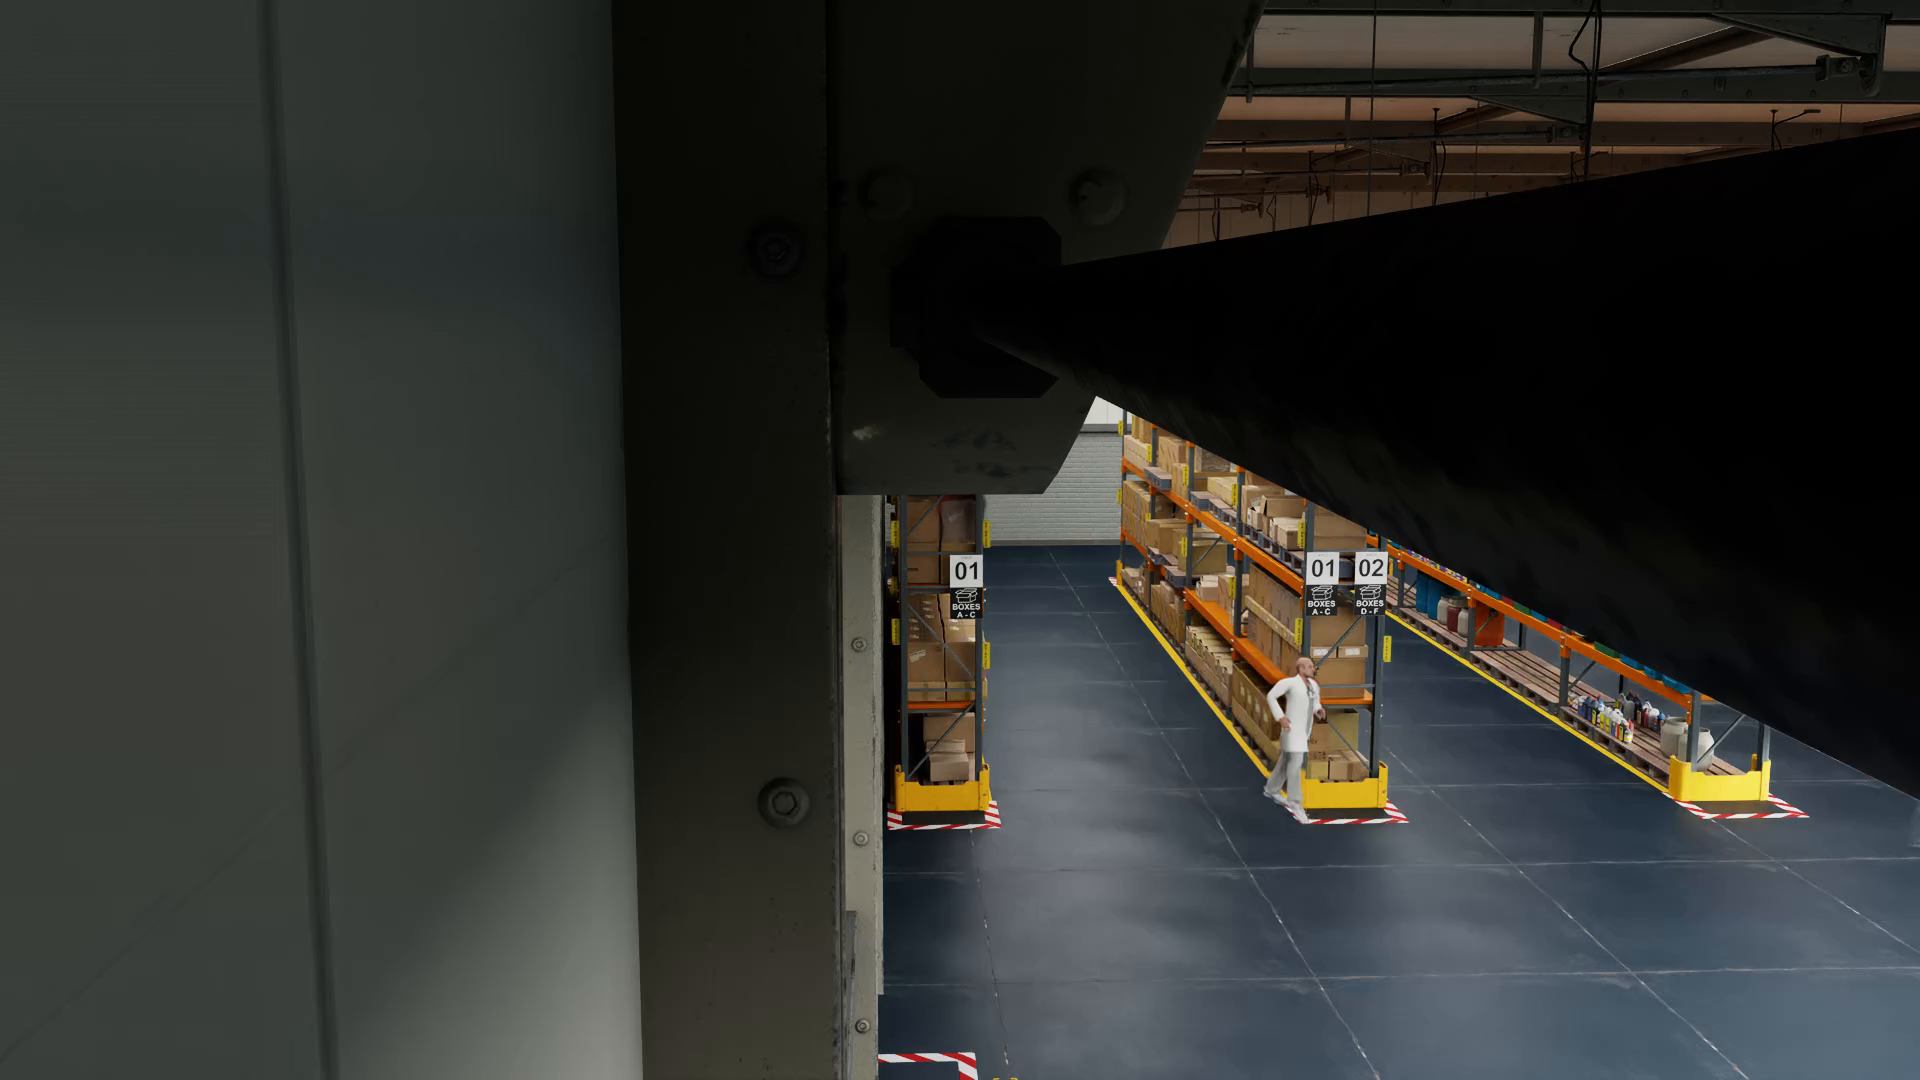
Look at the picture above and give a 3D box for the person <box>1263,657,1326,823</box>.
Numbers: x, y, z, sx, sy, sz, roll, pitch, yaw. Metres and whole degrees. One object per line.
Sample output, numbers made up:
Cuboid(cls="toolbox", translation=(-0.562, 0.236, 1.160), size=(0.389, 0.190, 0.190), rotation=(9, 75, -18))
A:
Cuboid(cls="person", translation=(4.011, 2.320, 19.732), size=(0.744, 1.879, 0.674), rotation=(7, 11, 39))
